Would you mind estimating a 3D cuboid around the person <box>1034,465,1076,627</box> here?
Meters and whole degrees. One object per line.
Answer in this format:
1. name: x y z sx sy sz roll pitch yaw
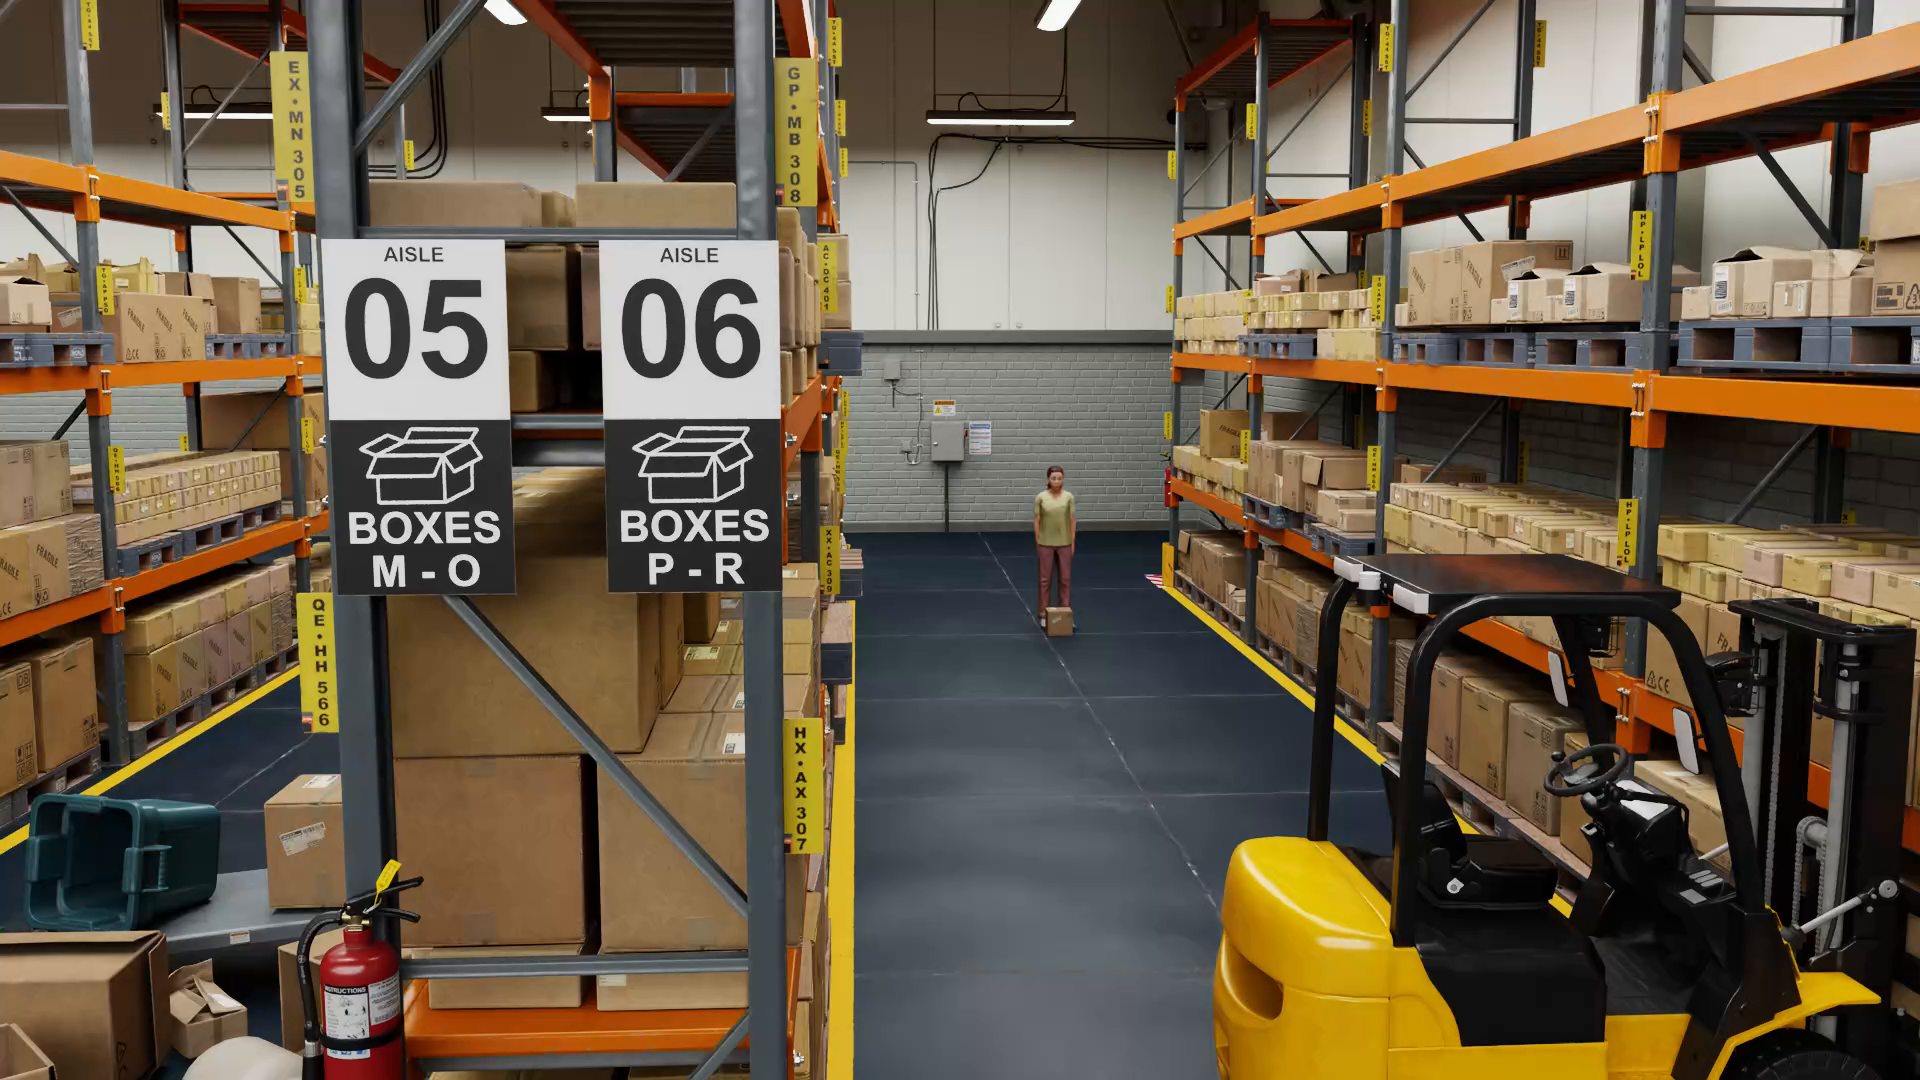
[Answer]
1. person: 0.986 0.062 17.240 0.441 1.680 0.383 0 7 -2
